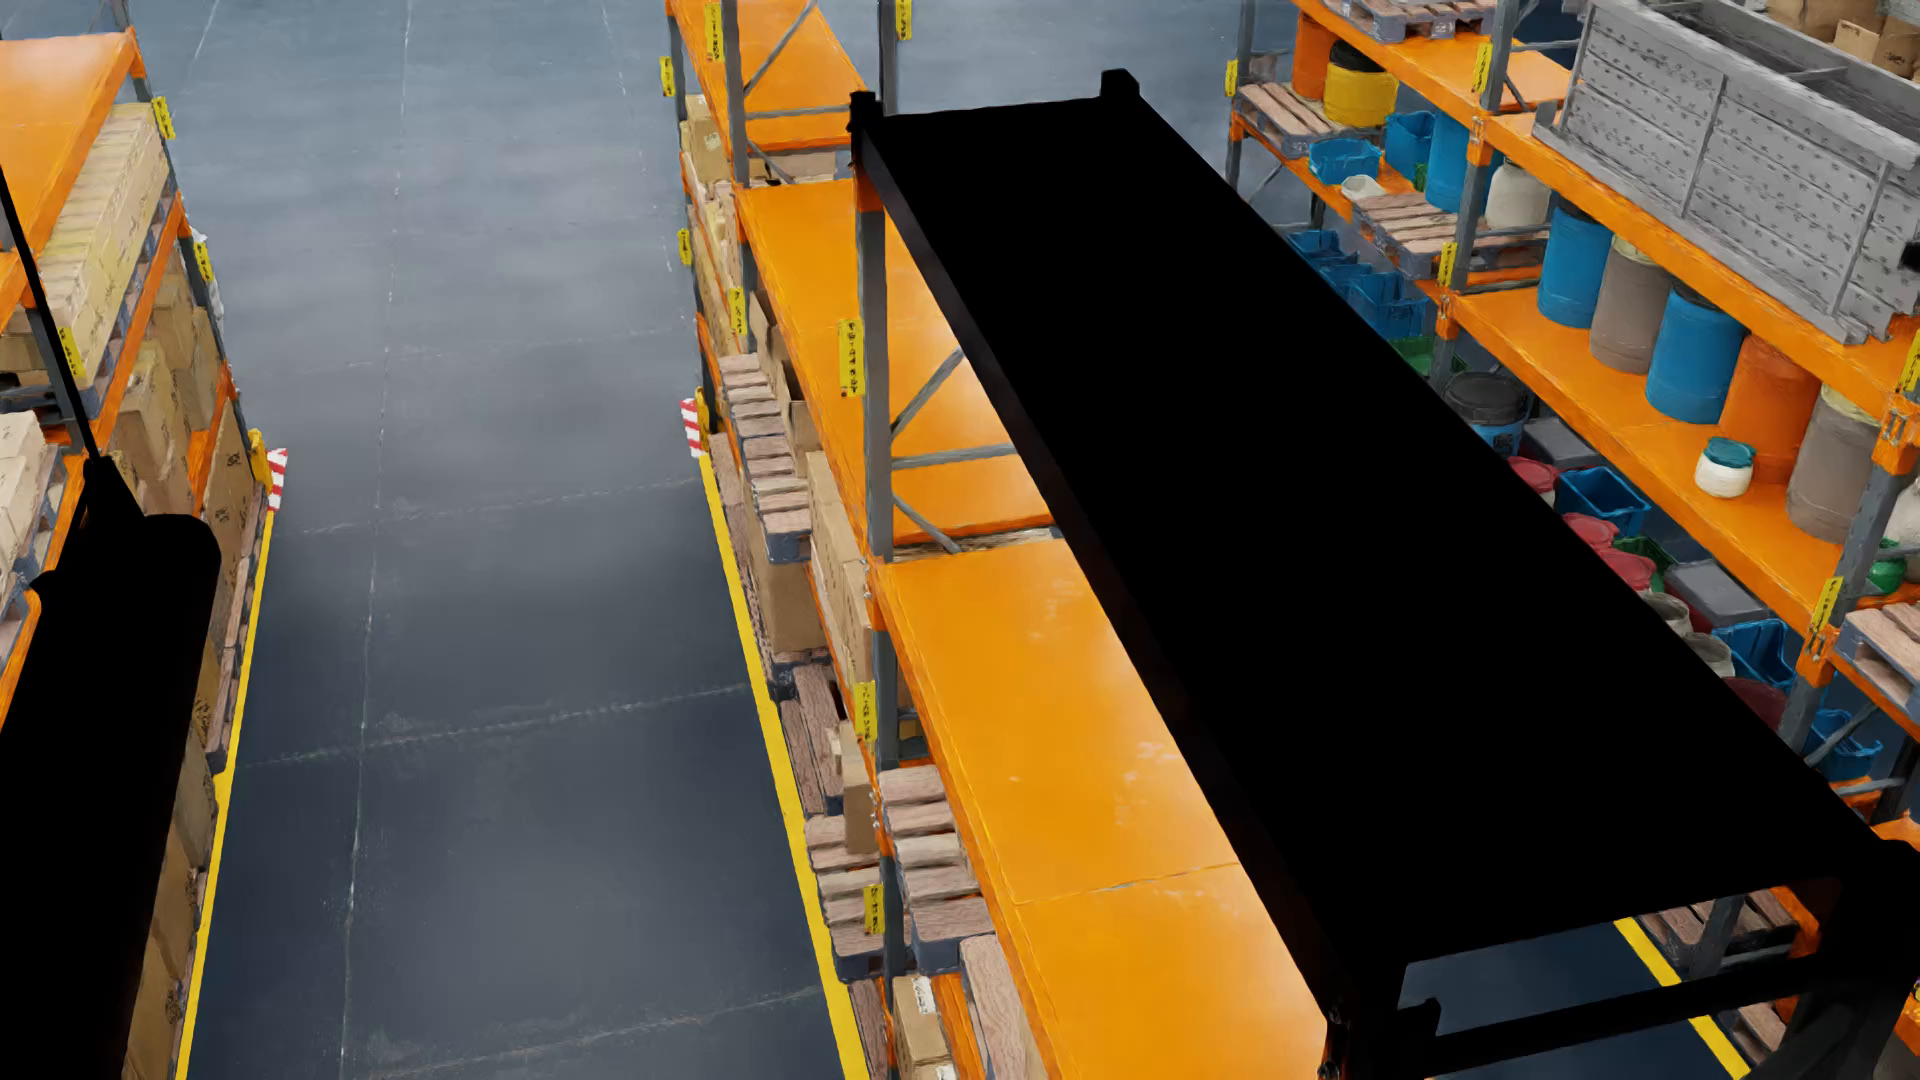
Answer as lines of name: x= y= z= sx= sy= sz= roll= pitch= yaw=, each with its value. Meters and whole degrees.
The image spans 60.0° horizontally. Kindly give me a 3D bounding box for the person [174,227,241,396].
person: x=-7.155 y=-2.108 z=15.578 sx=0.704 sy=1.779 sz=0.458 roll=28 pitch=43 yaw=35
